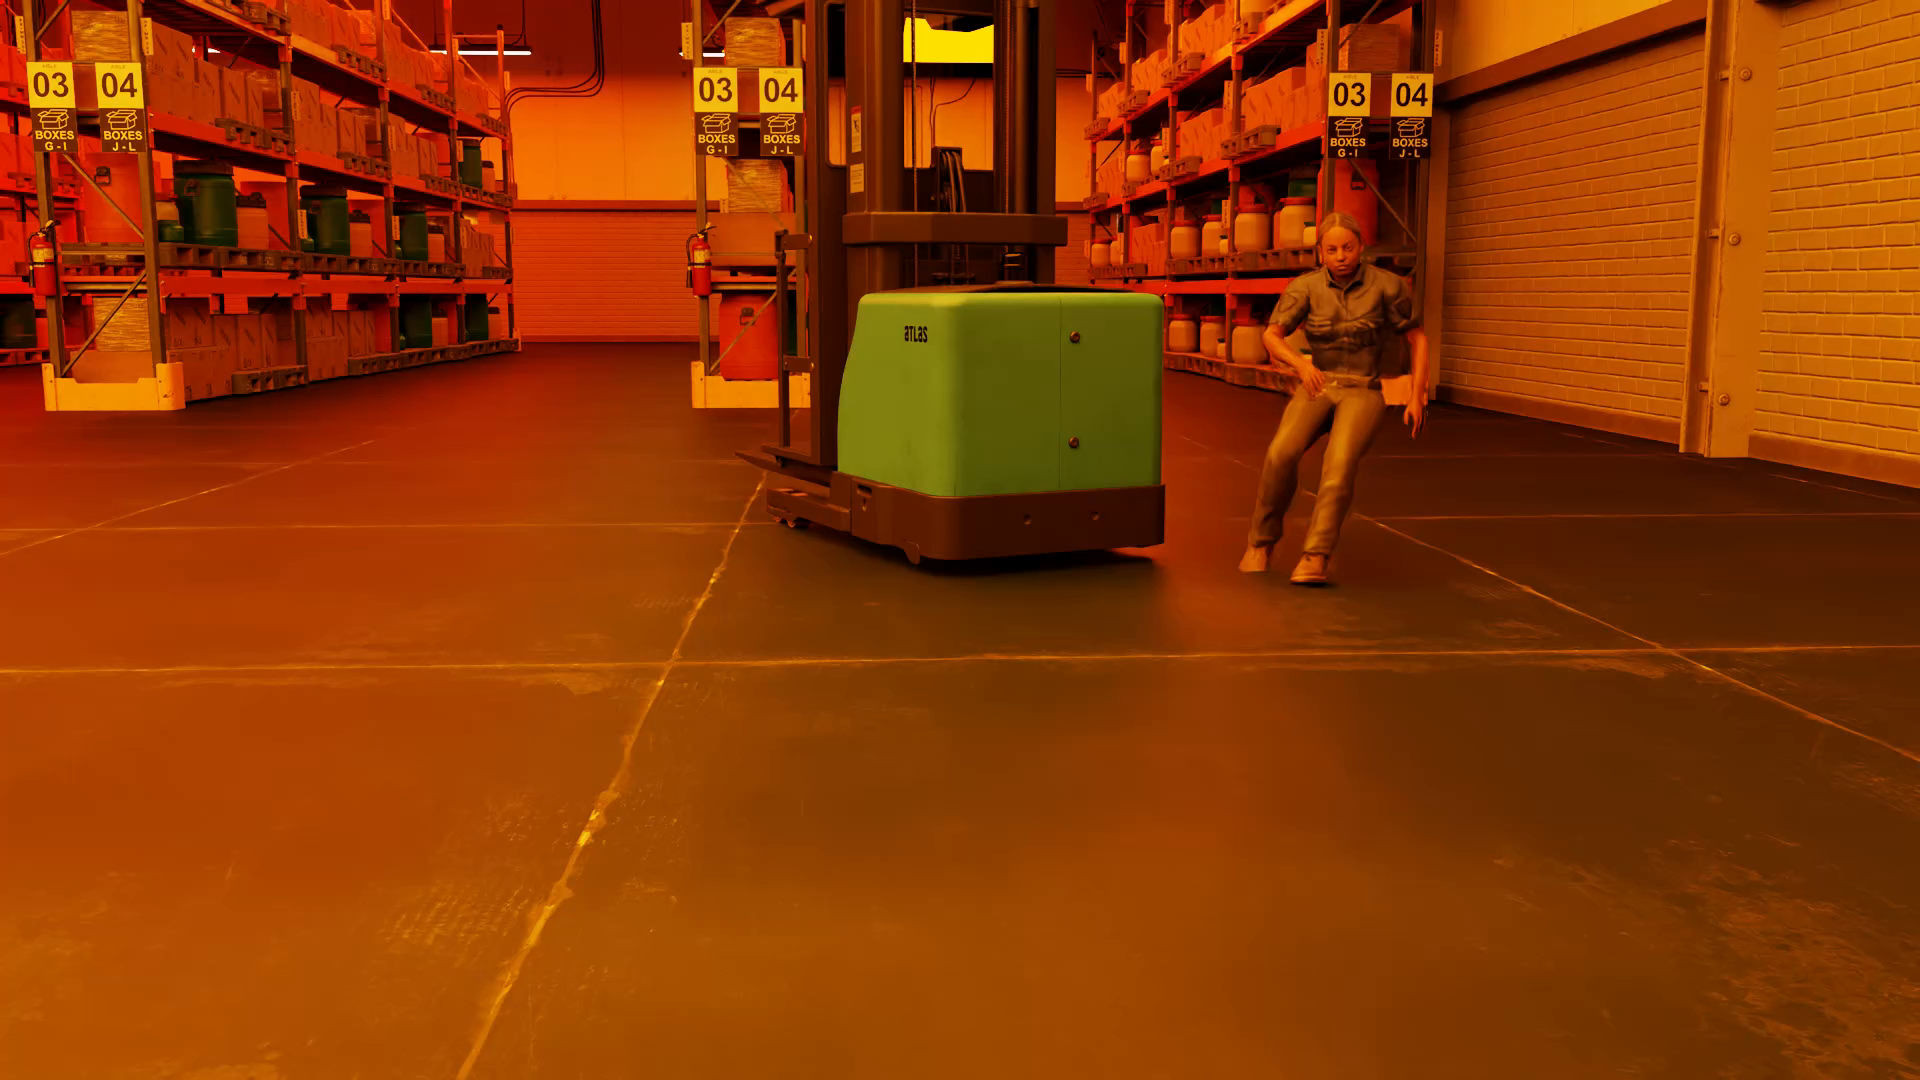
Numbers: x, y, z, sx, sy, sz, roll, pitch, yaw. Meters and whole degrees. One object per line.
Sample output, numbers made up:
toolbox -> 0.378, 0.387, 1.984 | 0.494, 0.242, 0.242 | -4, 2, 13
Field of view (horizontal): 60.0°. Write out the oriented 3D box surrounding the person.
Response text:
person -> 1.435, -0.538, 6.409 | 0.686, 1.446, 0.846 | 3, 9, 17

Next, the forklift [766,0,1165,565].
forklift -> -0.264, -1.530, 7.637 | 1.130, 2.935, 3.031 | -4, 9, -25
